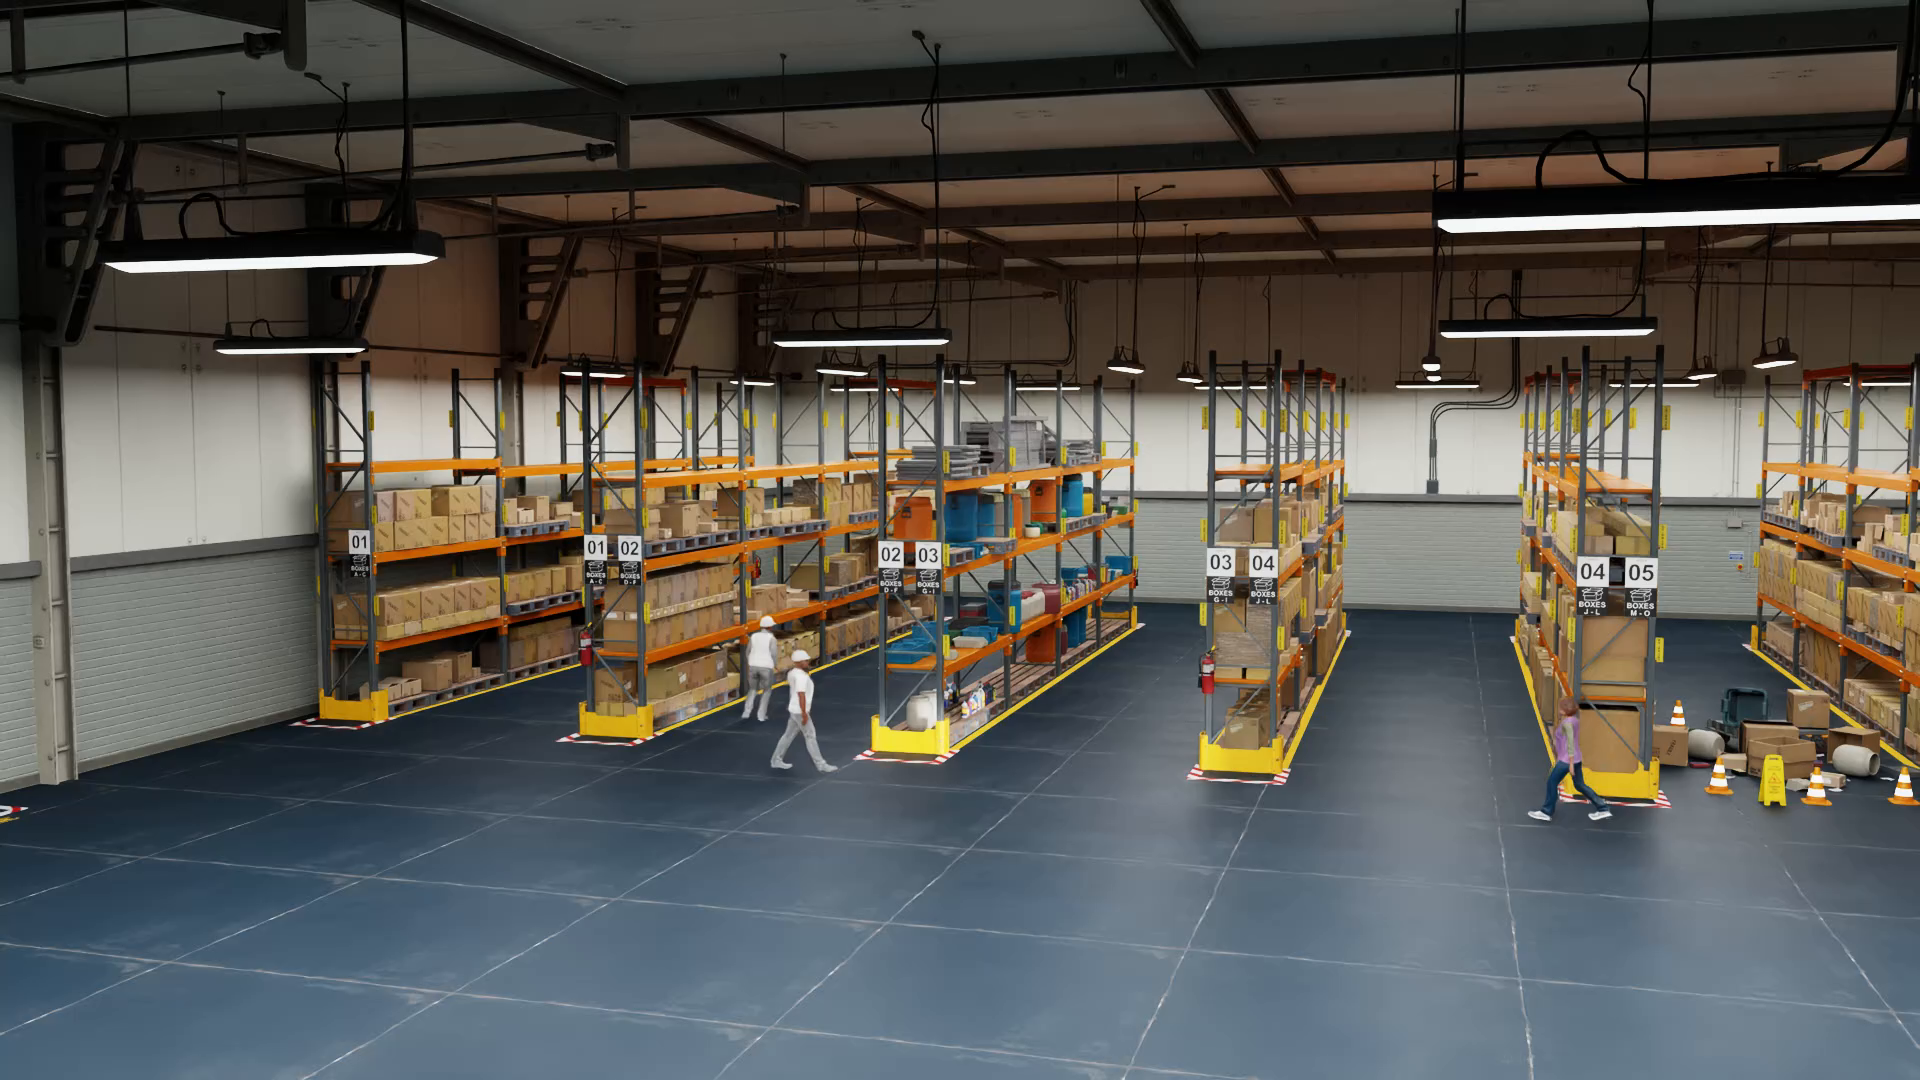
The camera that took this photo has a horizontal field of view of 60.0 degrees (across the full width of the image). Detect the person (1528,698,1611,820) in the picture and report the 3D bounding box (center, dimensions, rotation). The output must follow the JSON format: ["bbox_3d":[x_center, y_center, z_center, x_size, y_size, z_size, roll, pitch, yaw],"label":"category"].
[{"bbox_3d":[7.593,2.739,20.675,0.967,1.545,0.418,3,5,32],"label":"person"}]

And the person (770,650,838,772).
[{"bbox_3d":[-2.223,2.425,23.683,0.968,1.719,0.611,0,4,-2],"label":"person"}]

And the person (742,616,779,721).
[{"bbox_3d":[-3.339,2.150,27.804,0.599,1.740,0.675,1,4,18],"label":"person"}]
